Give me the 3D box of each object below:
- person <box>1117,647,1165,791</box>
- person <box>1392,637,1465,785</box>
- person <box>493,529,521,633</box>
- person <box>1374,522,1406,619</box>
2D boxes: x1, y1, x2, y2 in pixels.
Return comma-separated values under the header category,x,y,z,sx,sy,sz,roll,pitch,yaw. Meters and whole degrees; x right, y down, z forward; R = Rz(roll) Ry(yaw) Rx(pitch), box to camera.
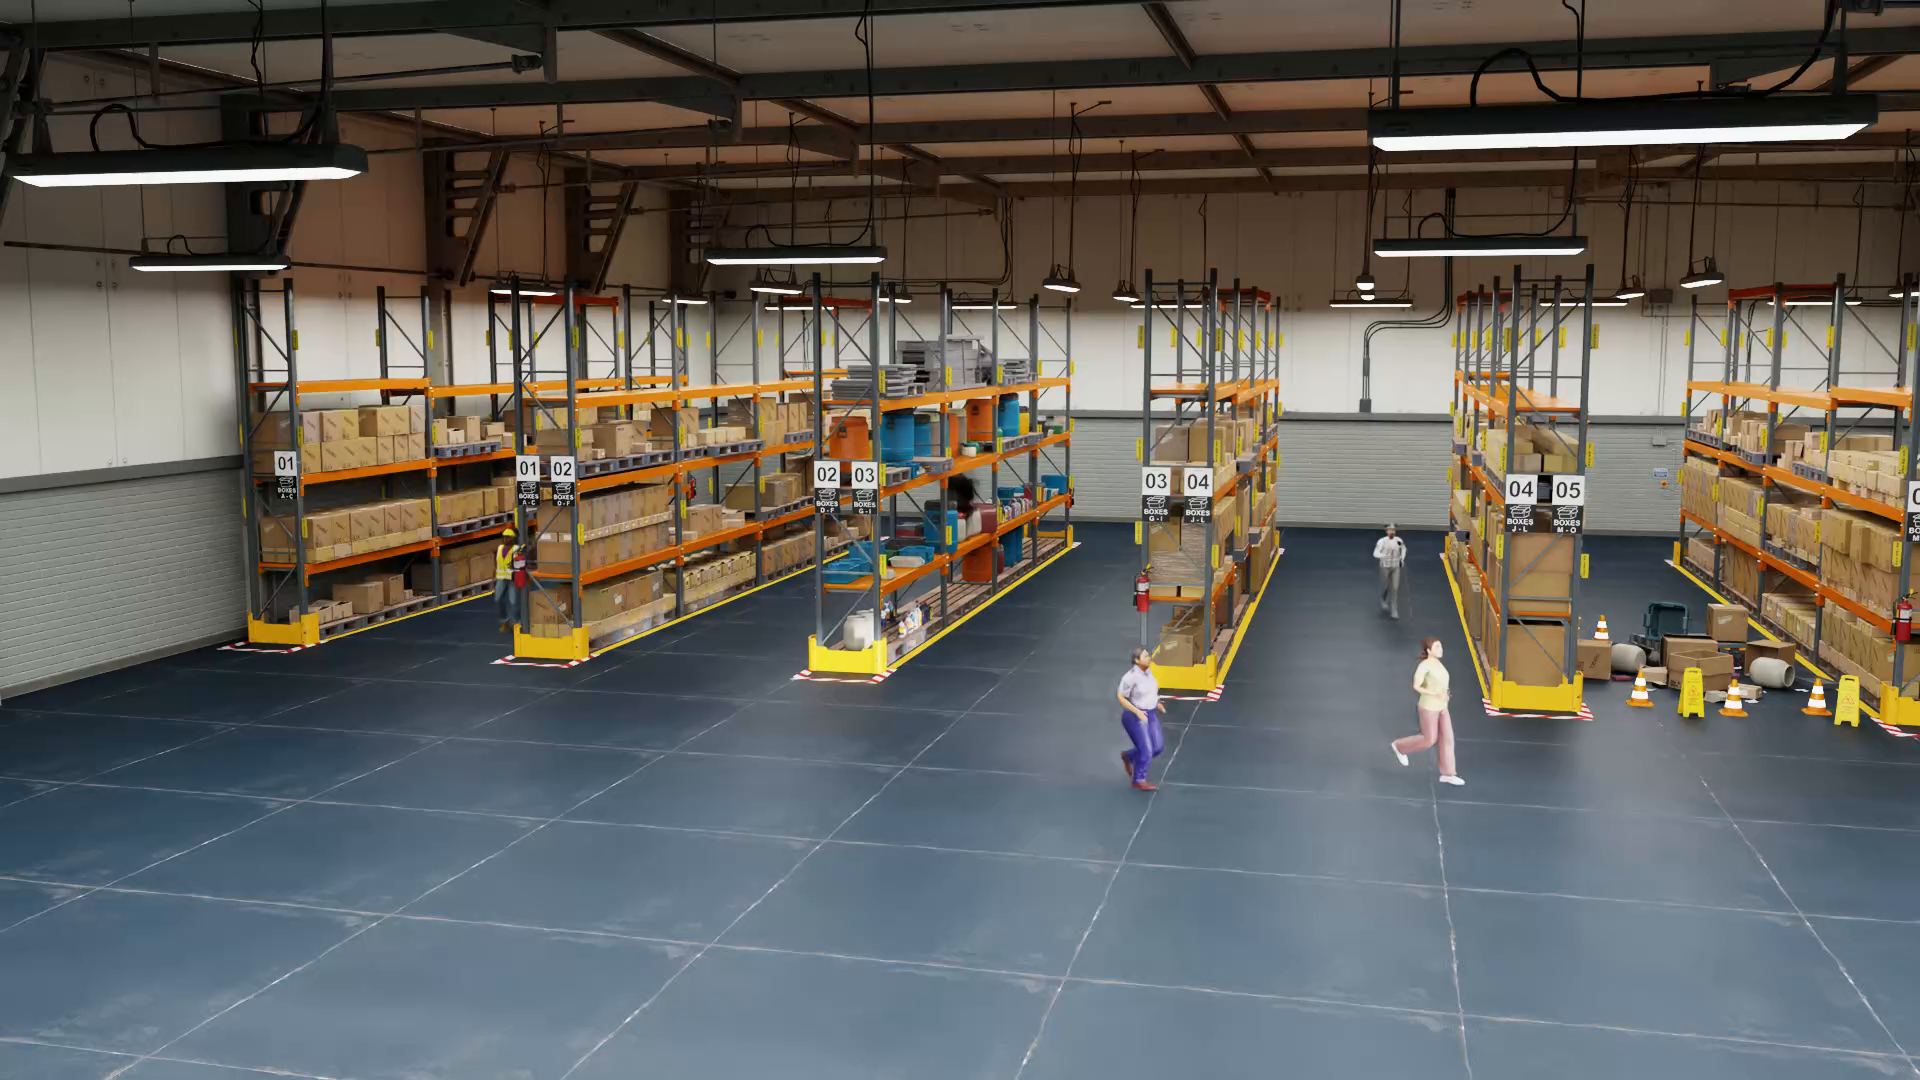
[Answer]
category,x,y,z,sx,sy,sz,roll,pitch,yaw
person,1.993,1.987,18.604,0.537,1.601,0.594,6,9,41
person,5.362,1.912,18.900,0.580,1.645,0.924,-6,9,-41
person,-7.778,0.712,28.605,0.675,1.805,0.687,1,7,7
person,7.812,0.517,30.253,0.578,1.701,0.920,1,7,5
